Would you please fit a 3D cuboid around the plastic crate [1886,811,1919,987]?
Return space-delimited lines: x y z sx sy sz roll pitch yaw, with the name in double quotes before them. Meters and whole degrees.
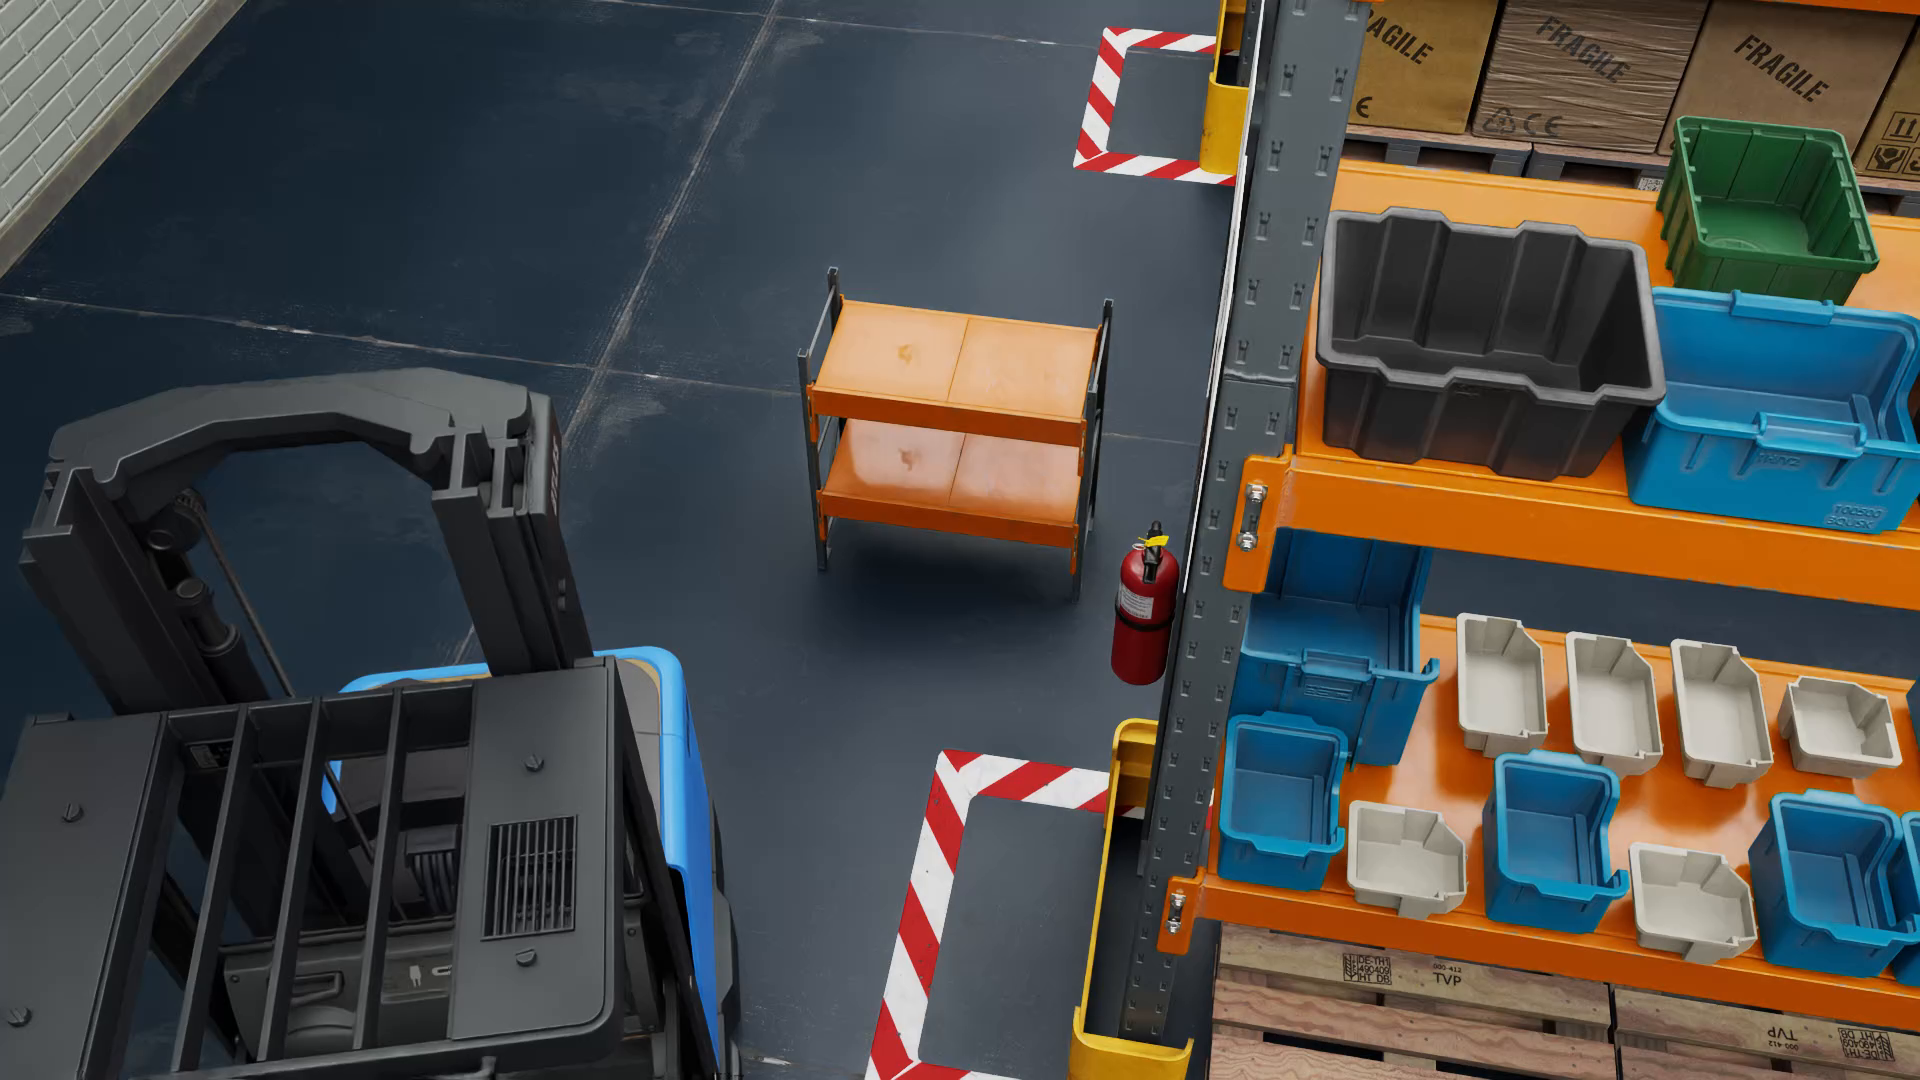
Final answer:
"plastic crate" 2.391 0.884 3.983 0.300 0.233 0.416 8 49 7

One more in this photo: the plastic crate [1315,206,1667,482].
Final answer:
"plastic crate" 0.945 -0.343 3.085 0.590 0.269 0.497 8 49 7

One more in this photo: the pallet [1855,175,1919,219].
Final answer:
"pallet" 4.698 -1.961 8.342 1.213 0.211 1.003 8 49 7

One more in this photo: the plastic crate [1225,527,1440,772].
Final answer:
"plastic crate" 0.978 0.236 4.429 0.499 0.435 0.616 8 49 7

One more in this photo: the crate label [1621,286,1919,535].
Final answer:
"crate label" 1.466 -0.234 2.999 0.502 0.251 0.408 8 49 7

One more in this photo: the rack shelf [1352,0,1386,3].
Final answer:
"rack shelf" 2.584 -1.006 2.328 4.000 0.370 1.077 8 49 7

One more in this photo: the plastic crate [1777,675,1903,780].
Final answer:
"plastic crate" 2.306 0.498 4.395 0.250 0.136 0.298 8 49 7

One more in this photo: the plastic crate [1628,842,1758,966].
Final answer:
"plastic crate" 1.769 0.895 4.038 0.298 0.136 0.250 8 49 7

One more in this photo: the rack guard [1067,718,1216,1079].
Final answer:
"rack guard" 0.590 1.203 5.305 0.348 0.500 1.175 8 49 7

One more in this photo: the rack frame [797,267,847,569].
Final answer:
"rack frame" -0.507 -0.444 6.365 0.032 1.125 0.500 8 49 7

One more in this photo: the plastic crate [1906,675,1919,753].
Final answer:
"plastic crate" 2.682 0.481 4.346 0.300 0.233 0.416 8 49 7

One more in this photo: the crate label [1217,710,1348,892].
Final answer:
"crate label" 0.800 0.670 4.175 0.303 0.233 0.416 8 49 7

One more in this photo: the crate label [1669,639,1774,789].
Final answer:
"crate label" 2.011 0.472 4.418 0.243 0.136 0.396 8 49 7

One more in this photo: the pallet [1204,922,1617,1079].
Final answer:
"pallet" 1.420 1.430 5.295 1.213 0.211 1.003 8 49 7

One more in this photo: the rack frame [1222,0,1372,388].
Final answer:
"rack frame" 0.616 -1.644 2.150 0.127 3.000 1.000 8 49 7

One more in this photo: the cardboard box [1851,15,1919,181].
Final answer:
"cardboard box" 4.798 -2.312 7.929 0.875 0.875 0.875 8 49 7

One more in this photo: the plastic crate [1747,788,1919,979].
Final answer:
"plastic crate" 2.096 0.844 4.019 0.300 0.233 0.416 8 49 7

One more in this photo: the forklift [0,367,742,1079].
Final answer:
"forklift" -1.155 1.185 3.687 1.130 2.935 3.031 -6 48 -5

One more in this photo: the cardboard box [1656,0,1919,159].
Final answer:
"cardboard box" 3.912 -2.431 8.036 0.875 0.875 0.875 8 49 7

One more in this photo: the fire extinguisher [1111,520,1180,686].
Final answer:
"fire extinguisher" 0.548 0.159 4.866 0.183 0.674 0.296 8 49 7

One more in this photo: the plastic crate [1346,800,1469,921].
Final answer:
"plastic crate" 1.101 0.806 4.119 0.298 0.136 0.250 8 49 7

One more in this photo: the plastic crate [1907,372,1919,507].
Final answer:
"plastic crate" 2.070 -0.218 2.926 0.767 0.338 0.504 8 49 7

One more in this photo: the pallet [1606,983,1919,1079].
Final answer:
"pallet" 2.617 1.593 5.148 1.213 0.211 1.003 8 49 7

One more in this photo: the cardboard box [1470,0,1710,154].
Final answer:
"cardboard box" 3.036 -2.548 8.141 0.875 0.875 0.875 8 49 7

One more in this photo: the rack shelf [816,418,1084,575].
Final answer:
"rack shelf" -0.007 -0.213 6.486 1.000 0.278 0.538 8 49 7

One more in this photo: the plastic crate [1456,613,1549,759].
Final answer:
"plastic crate" 1.450 0.404 4.479 0.243 0.136 0.396 8 49 7

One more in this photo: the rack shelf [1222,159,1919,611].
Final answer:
"rack shelf" 2.584 -0.137 3.295 4.000 0.370 1.077 8 49 7

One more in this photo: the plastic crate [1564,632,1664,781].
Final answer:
"plastic crate" 1.733 0.453 4.435 0.243 0.136 0.396 8 49 7

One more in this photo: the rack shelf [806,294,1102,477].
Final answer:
"rack shelf" -0.007 -0.572 6.087 1.000 0.278 0.538 8 49 7

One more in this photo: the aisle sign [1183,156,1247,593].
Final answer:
"aisle sign" 0.492 -0.300 3.227 0.004 0.787 0.394 8 49 7

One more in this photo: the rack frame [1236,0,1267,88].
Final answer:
"rack frame" 1.497 -3.265 7.639 0.127 3.000 1.000 8 49 7

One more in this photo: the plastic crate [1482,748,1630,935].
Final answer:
"plastic crate" 1.448 0.757 4.097 0.300 0.233 0.416 8 49 7

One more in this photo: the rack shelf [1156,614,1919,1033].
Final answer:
"rack shelf" 2.584 0.866 4.411 4.000 0.370 1.077 8 49 7

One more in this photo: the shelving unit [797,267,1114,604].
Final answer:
"shelving unit" -0.007 -0.377 6.304 1.048 1.125 0.538 8 49 7

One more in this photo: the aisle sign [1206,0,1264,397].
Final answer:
"aisle sign" 0.597 -0.732 3.615 0.004 0.787 0.394 8 49 7

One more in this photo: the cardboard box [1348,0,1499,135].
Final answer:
"cardboard box" 2.141 -2.669 8.250 0.875 0.875 0.875 8 49 7

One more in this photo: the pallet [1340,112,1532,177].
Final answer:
"pallet" 2.297 -2.284 8.633 1.213 0.211 1.003 8 49 7

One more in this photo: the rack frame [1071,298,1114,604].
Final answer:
"rack frame" 0.494 -0.310 6.244 0.032 1.125 0.500 8 49 7

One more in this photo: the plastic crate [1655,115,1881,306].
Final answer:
"plastic crate" 1.637 -0.650 3.415 0.336 0.188 0.450 8 49 7

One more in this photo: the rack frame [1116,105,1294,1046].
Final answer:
"rack frame" 0.616 0.361 4.381 0.127 3.000 1.000 8 49 7

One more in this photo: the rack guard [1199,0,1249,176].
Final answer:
"rack guard" 1.473 -2.432 8.571 0.348 0.500 1.175 8 49 7

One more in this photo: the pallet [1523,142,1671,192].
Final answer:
"pallet" 3.494 -2.121 8.486 1.213 0.211 1.003 8 49 7
